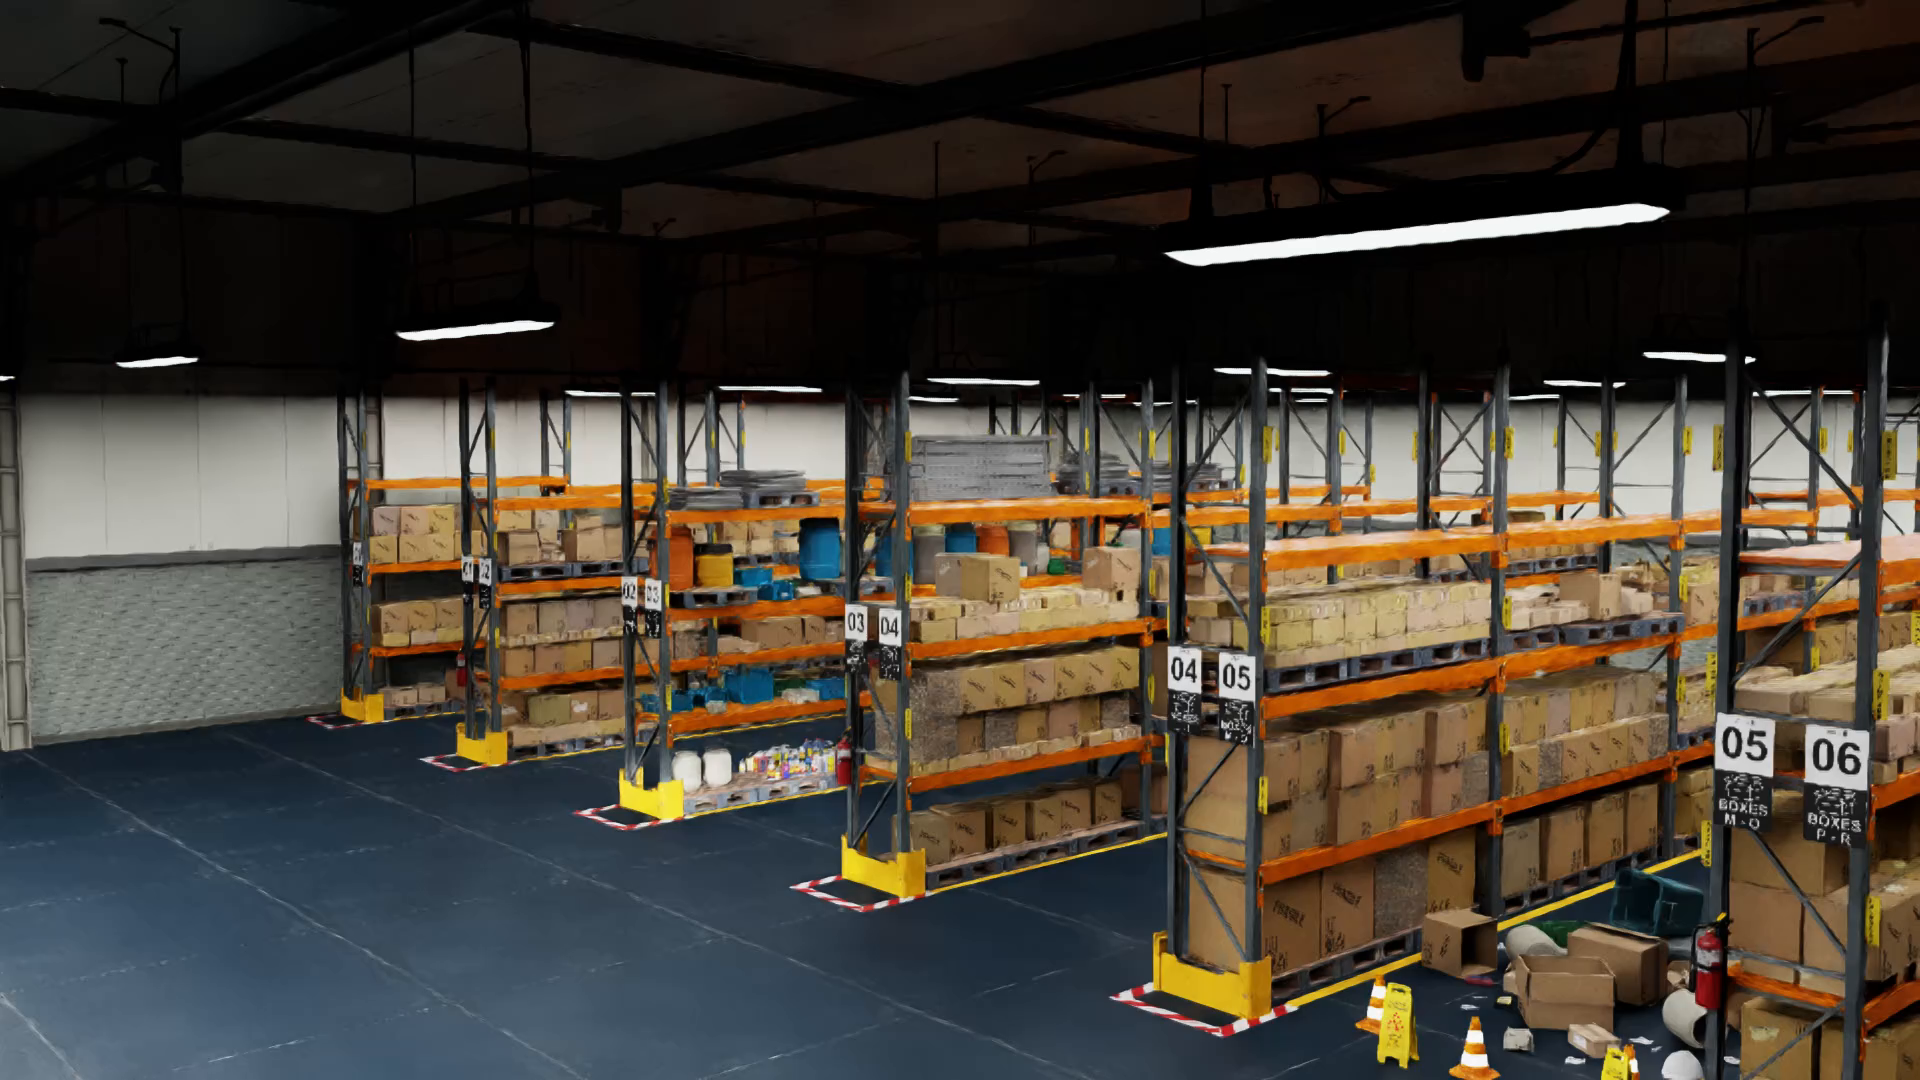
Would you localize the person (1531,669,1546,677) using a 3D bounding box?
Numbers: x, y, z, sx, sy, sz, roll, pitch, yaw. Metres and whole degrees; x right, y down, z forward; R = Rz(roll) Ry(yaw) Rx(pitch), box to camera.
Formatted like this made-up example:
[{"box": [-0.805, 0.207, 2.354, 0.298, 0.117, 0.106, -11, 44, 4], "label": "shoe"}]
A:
[{"box": [8.756, 2.725, 25.032, 0.575, 1.611, 0.625, -4, 5, -44], "label": "person"}]

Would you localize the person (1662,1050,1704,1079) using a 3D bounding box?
[{"box": [4.080, 3.678, 9.370, 0.704, 1.711, 0.835, 2, 4, 30], "label": "person"}]
